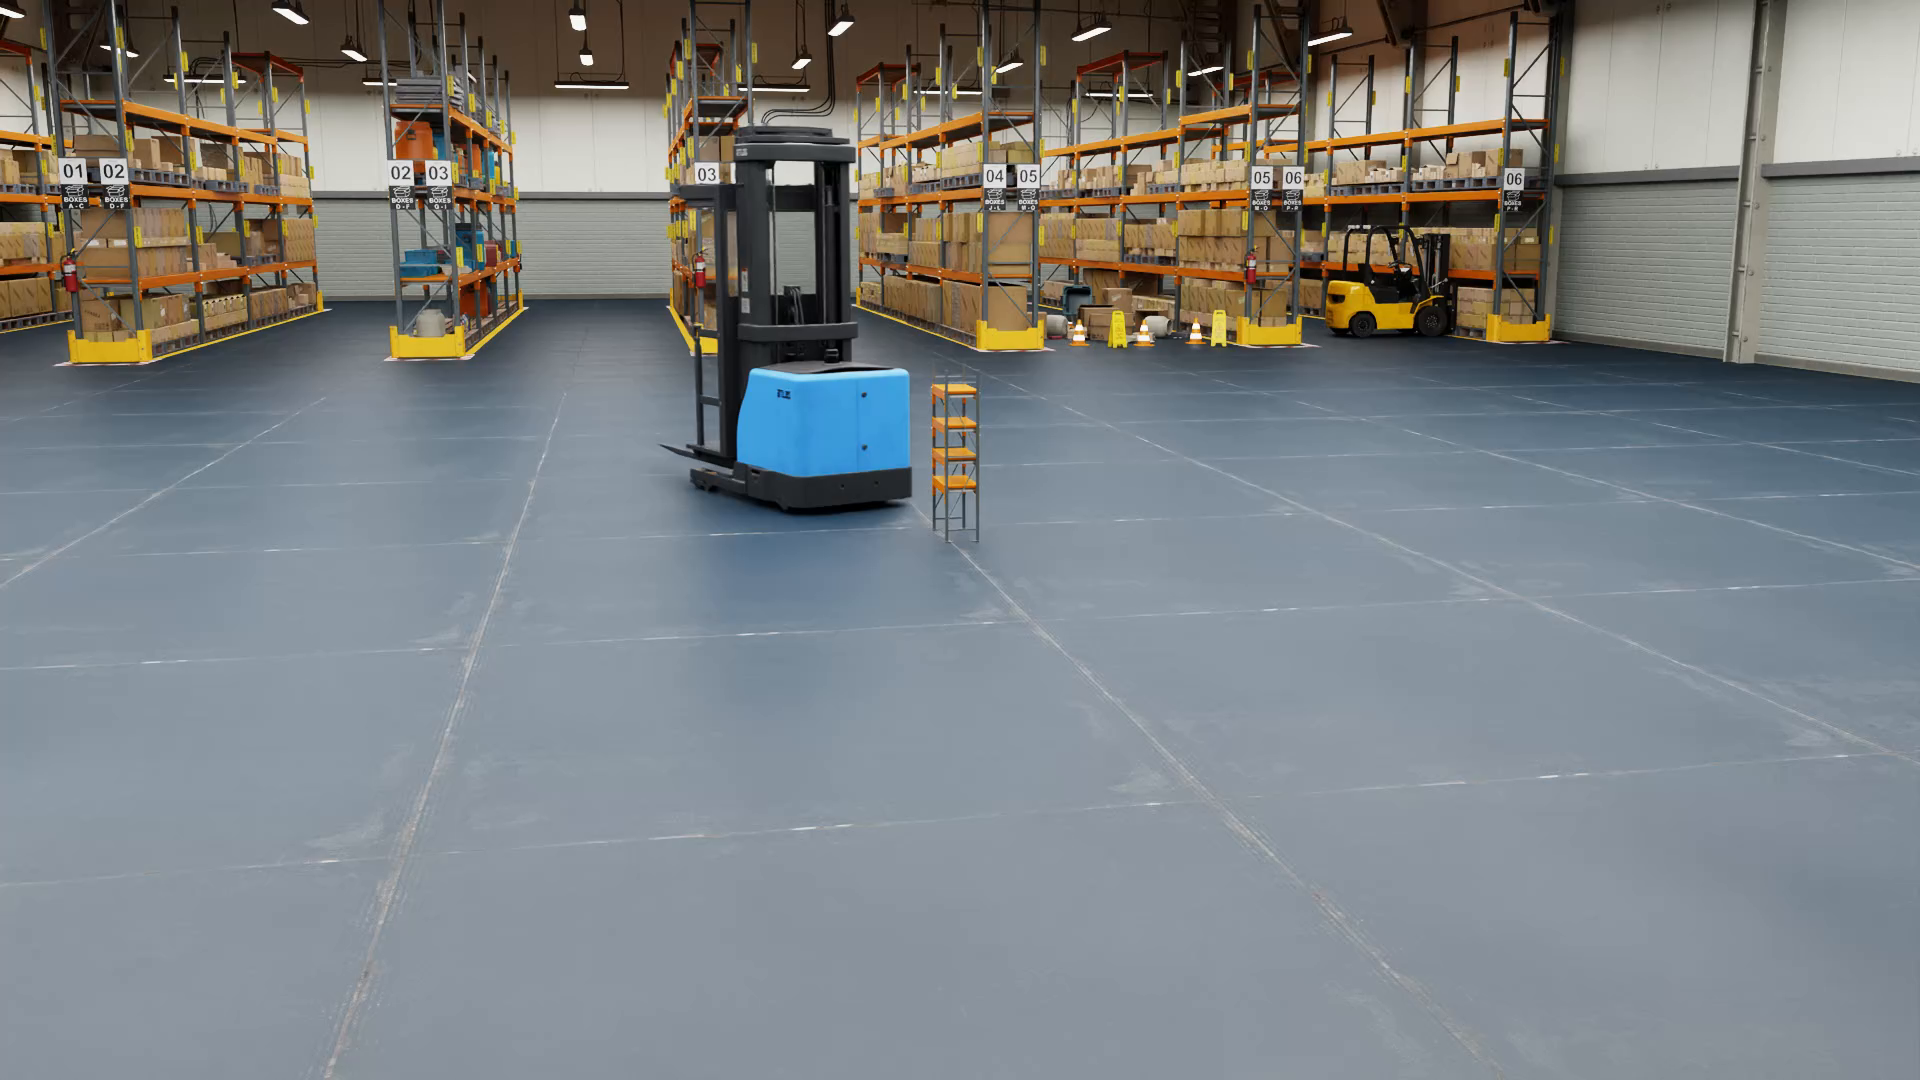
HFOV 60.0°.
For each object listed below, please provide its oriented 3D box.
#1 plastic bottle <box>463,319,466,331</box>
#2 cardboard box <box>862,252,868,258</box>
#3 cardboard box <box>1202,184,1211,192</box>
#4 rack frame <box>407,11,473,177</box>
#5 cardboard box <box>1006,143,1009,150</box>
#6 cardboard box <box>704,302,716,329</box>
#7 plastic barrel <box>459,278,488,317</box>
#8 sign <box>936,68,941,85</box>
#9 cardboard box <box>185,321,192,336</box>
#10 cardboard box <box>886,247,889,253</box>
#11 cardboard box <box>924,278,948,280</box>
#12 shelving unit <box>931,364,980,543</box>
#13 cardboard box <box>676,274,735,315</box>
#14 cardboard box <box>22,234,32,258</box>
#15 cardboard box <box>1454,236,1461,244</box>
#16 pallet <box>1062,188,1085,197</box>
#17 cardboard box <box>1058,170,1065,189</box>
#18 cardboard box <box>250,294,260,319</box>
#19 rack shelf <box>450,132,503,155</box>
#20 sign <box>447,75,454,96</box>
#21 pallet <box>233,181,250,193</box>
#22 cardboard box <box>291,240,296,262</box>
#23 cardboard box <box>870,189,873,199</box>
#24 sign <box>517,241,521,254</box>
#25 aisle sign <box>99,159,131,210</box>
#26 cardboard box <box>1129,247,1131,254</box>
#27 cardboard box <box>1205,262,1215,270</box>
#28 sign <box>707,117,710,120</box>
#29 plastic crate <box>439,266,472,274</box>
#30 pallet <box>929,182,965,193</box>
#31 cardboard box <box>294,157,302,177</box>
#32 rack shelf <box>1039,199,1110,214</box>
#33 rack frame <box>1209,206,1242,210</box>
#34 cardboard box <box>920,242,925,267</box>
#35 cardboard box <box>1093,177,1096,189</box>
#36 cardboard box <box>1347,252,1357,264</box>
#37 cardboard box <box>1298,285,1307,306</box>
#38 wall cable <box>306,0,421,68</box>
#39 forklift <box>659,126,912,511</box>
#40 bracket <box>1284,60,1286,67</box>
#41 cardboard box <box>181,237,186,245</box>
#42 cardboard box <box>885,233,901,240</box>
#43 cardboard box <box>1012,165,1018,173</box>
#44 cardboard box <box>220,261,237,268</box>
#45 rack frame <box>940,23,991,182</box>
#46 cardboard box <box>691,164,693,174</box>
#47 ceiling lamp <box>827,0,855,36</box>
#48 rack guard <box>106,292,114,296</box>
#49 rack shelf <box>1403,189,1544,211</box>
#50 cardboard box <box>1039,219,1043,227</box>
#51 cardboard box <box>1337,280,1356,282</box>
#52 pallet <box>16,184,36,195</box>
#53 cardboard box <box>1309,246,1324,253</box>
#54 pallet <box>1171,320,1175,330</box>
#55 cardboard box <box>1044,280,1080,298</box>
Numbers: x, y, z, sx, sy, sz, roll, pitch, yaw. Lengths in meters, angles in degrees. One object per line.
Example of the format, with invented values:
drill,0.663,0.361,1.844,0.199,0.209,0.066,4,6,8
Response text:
plastic bottle,-9.027,-3.885,30.205,0.097,0.271,0.097,0,11,0
cardboard box,-2.391,-7.532,43.919,0.380,0.149,0.250,-2,11,-13
cardboard box,4.932,-6.865,32.393,0.380,0.149,0.250,-2,11,-12
rack frame,-9.632,-8.227,30.856,1.000,3.000,0.127,-2,11,-11
cardboard box,1.039,-7.052,29.849,0.380,0.149,0.250,-2,11,-12
cardboard box,-4.616,-4.259,31.614,0.500,0.500,0.500,1,11,7
plastic barrel,-10.522,-5.243,35.903,0.600,0.830,0.708,-2,11,-11
sign,-0.419,-9.045,32.443,0.100,0.325,0.005,-2,11,-11
cardboard box,-14.099,-3.787,29.803,0.500,0.250,0.500,-2,11,-11
cardboard box,-1.514,-6.798,38.939,0.380,0.149,0.250,-3,11,-14
cardboard box,-0.563,-5.838,37.903,0.500,0.250,0.500,-3,11,-14
shelving unit,-0.032,-0.620,11.744,0.258,1.200,0.503,-2,11,-11
cardboard box,-5.666,-5.484,37.046,1.225,0.875,0.875,-3,11,-14
cardboard box,-20.371,-6.331,35.822,0.500,0.500,0.500,-2,11,-11
cardboard box,9.977,-5.924,32.796,0.380,0.149,0.250,-2,11,-11
pallet,3.242,-8.869,42.484,1.003,0.211,1.213,-2,11,-11
cardboard box,2.858,-9.425,43.510,0.500,0.500,0.500,-2,11,-10
cardboard box,-15.078,-4.917,35.014,0.500,0.500,0.500,-2,11,-9
rack shelf,-10.799,-8.778,36.742,1.077,0.370,4.000,-2,11,-11
sign,-8.314,-7.410,27.122,0.100,0.325,0.005,-2,11,-11
pallet,-15.050,-7.094,33.429,1.213,0.211,1.003,-2,11,-8
cardboard box,-15.982,-6.814,39.210,0.500,0.500,0.500,-2,11,-10
cardboard box,-1.990,-8.755,42.050,0.500,0.250,0.500,-2,11,-12
sign,-11.430,-7.584,43.086,0.100,0.325,0.005,-2,11,-11
aisle sign,-13.400,-5.643,26.372,0.394,0.787,0.004,-2,11,-11
cardboard box,4.050,-6.571,37.747,0.380,0.149,0.250,-3,11,-14
cardboard box,5.010,-5.348,32.443,0.380,0.149,0.250,-2,11,-11
sign,-6.573,-11.123,43.361,0.100,0.325,0.005,-2,11,-11
plastic crate,-9.068,-4.862,29.925,0.530,0.136,0.437,-2,11,-11
pallet,-0.116,-7.168,33.825,0.805,0.209,1.217,-3,11,-13
cardboard box,-16.710,-9.222,41.162,0.700,0.500,0.500,-2,11,-11
rack shelf,3.002,-8.775,43.680,1.077,0.370,4.000,-2,11,-11
rack frame,7.481,-8.203,46.772,1.000,3.000,0.127,-2,11,-11
cardboard box,-0.550,-6.036,35.118,0.500,0.500,0.500,-2,11,-12
cardboard box,3.403,-8.554,39.831,0.396,0.266,0.258,-1,11,-6
cardboard box,9.084,-6.385,37.622,0.500,0.250,0.500,-2,11,-13
cardboard box,8.553,-5.972,40.612,0.500,0.500,0.500,-2,11,-9
wall cable,-16.744,-14.519,46.546,3.097,2.526,0.112,-2,11,-11
forklift,-1.613,-1.890,13.787,1.130,2.935,3.031,-7,13,-33
bracket,8.579,-12.408,43.195,0.235,0.232,0.430,-2,11,-11
cardboard box,-14.182,-5.381,29.944,0.380,0.149,0.250,-2,11,-12
cardboard box,-1.567,-7.139,39.138,0.380,0.149,0.250,-2,11,-9
cardboard box,1.137,-6.569,29.445,0.380,0.149,0.250,-2,11,-11
cardboard box,-14.824,-5.556,33.538,0.380,0.149,0.250,-2,11,-11
rack frame,0.111,-8.569,32.653,1.000,3.000,0.127,-2,11,-11
cardboard box,-4.524,-6.506,29.166,0.380,0.149,0.250,-2,11,-11
ceiling lamp,-2.044,-11.351,31.653,0.800,3.185,2.000,-2,11,-11
rack guard,-21.689,-5.897,41.344,1.175,0.500,0.348,-2,11,-11
rack shelf,10.204,-6.755,33.068,1.077,0.370,4.000,-2,11,-11
cardboard box,2.427,-8.464,45.200,0.500,0.500,0.500,-2,11,-12
cardboard box,9.241,-6.140,39.759,0.380,0.149,0.250,-2,11,-8
pallet,-20.679,-7.601,36.096,0.805,0.209,1.217,-3,11,-13
cardboard box,8.533,-6.925,39.607,0.380,0.149,0.250,-2,11,-10
pallet,4.794,-4.594,35.267,1.003,0.211,1.213,-2,11,-11
cardboard box,2.840,-6.852,45.403,0.875,0.438,0.875,-3,11,-13
